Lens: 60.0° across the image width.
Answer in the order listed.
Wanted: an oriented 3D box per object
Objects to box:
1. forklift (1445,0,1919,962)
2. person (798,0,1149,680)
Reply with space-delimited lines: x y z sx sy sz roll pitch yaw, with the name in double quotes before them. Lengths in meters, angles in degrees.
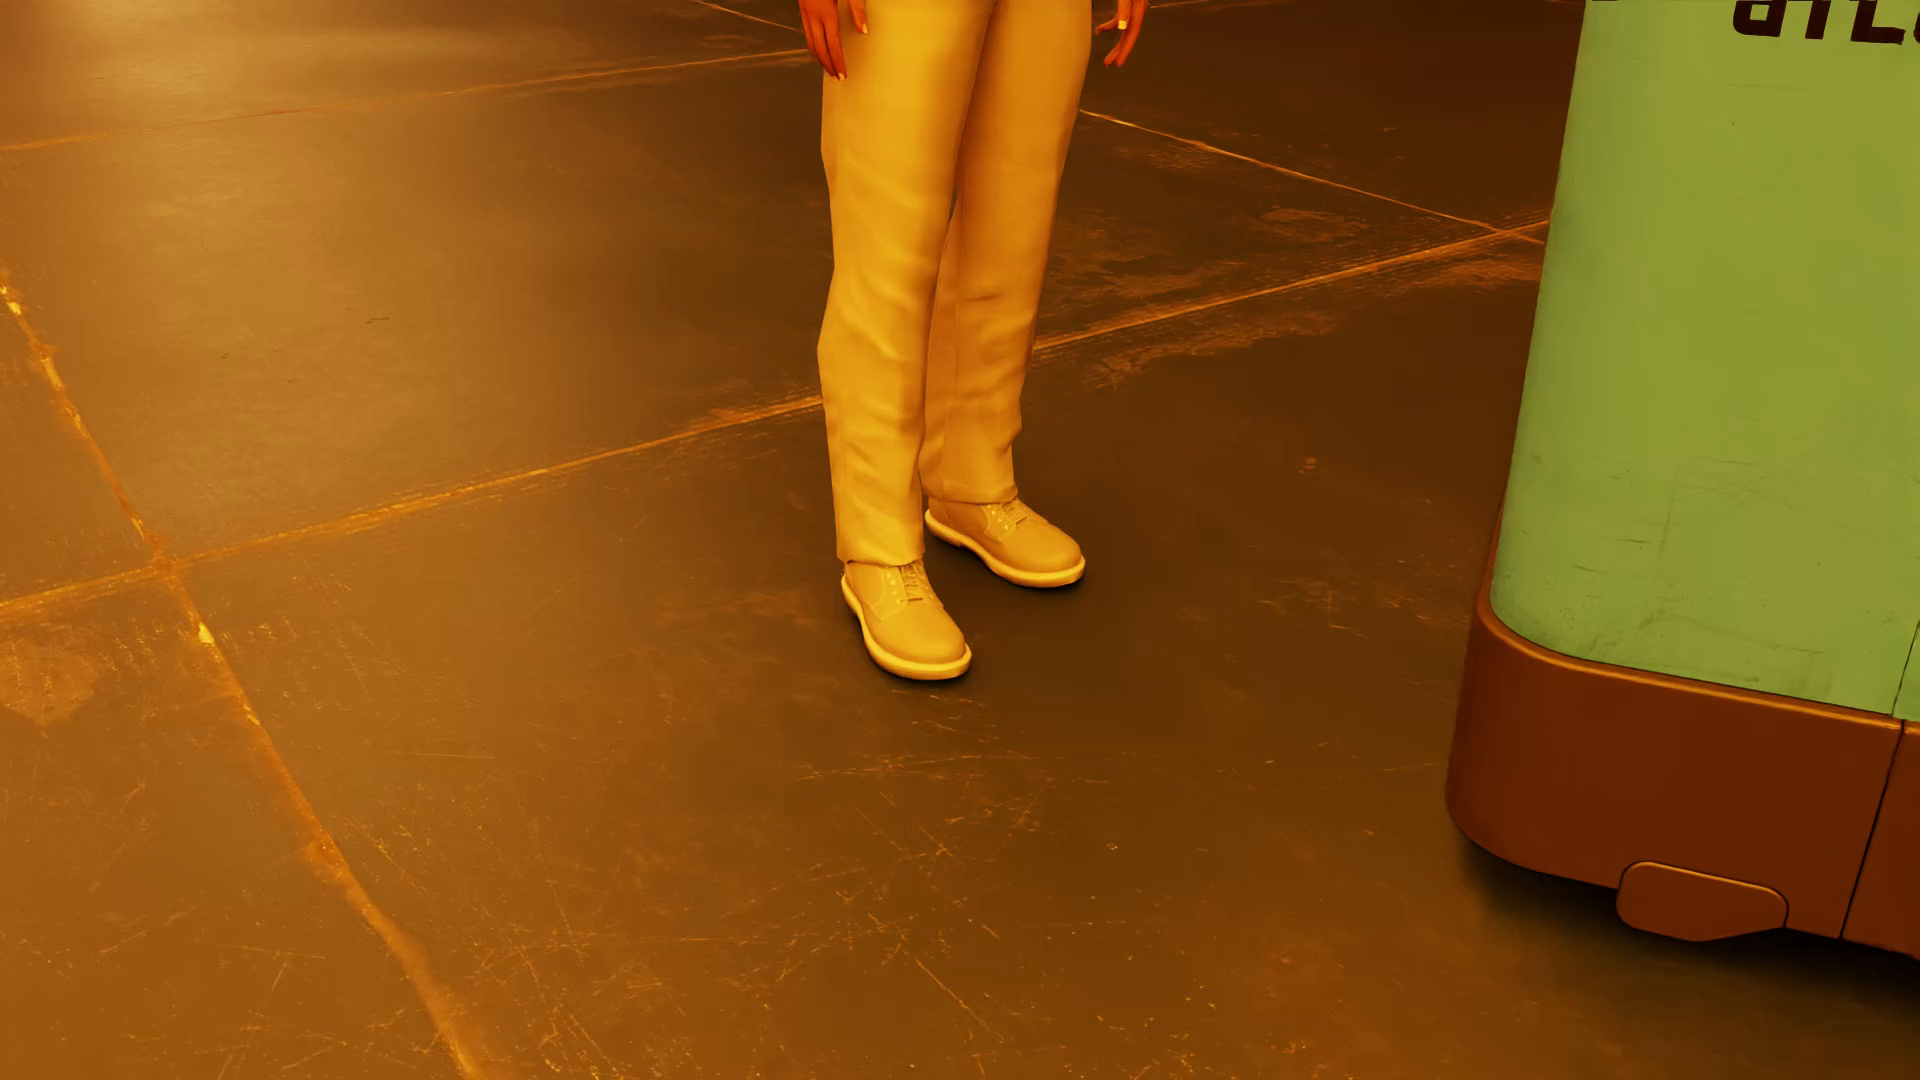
"forklift" 2.086 -0.891 1.008 3.031 2.935 1.130 10 28 20
"person" 0.031 -0.724 2.048 0.566 1.697 0.520 -17 31 -30
